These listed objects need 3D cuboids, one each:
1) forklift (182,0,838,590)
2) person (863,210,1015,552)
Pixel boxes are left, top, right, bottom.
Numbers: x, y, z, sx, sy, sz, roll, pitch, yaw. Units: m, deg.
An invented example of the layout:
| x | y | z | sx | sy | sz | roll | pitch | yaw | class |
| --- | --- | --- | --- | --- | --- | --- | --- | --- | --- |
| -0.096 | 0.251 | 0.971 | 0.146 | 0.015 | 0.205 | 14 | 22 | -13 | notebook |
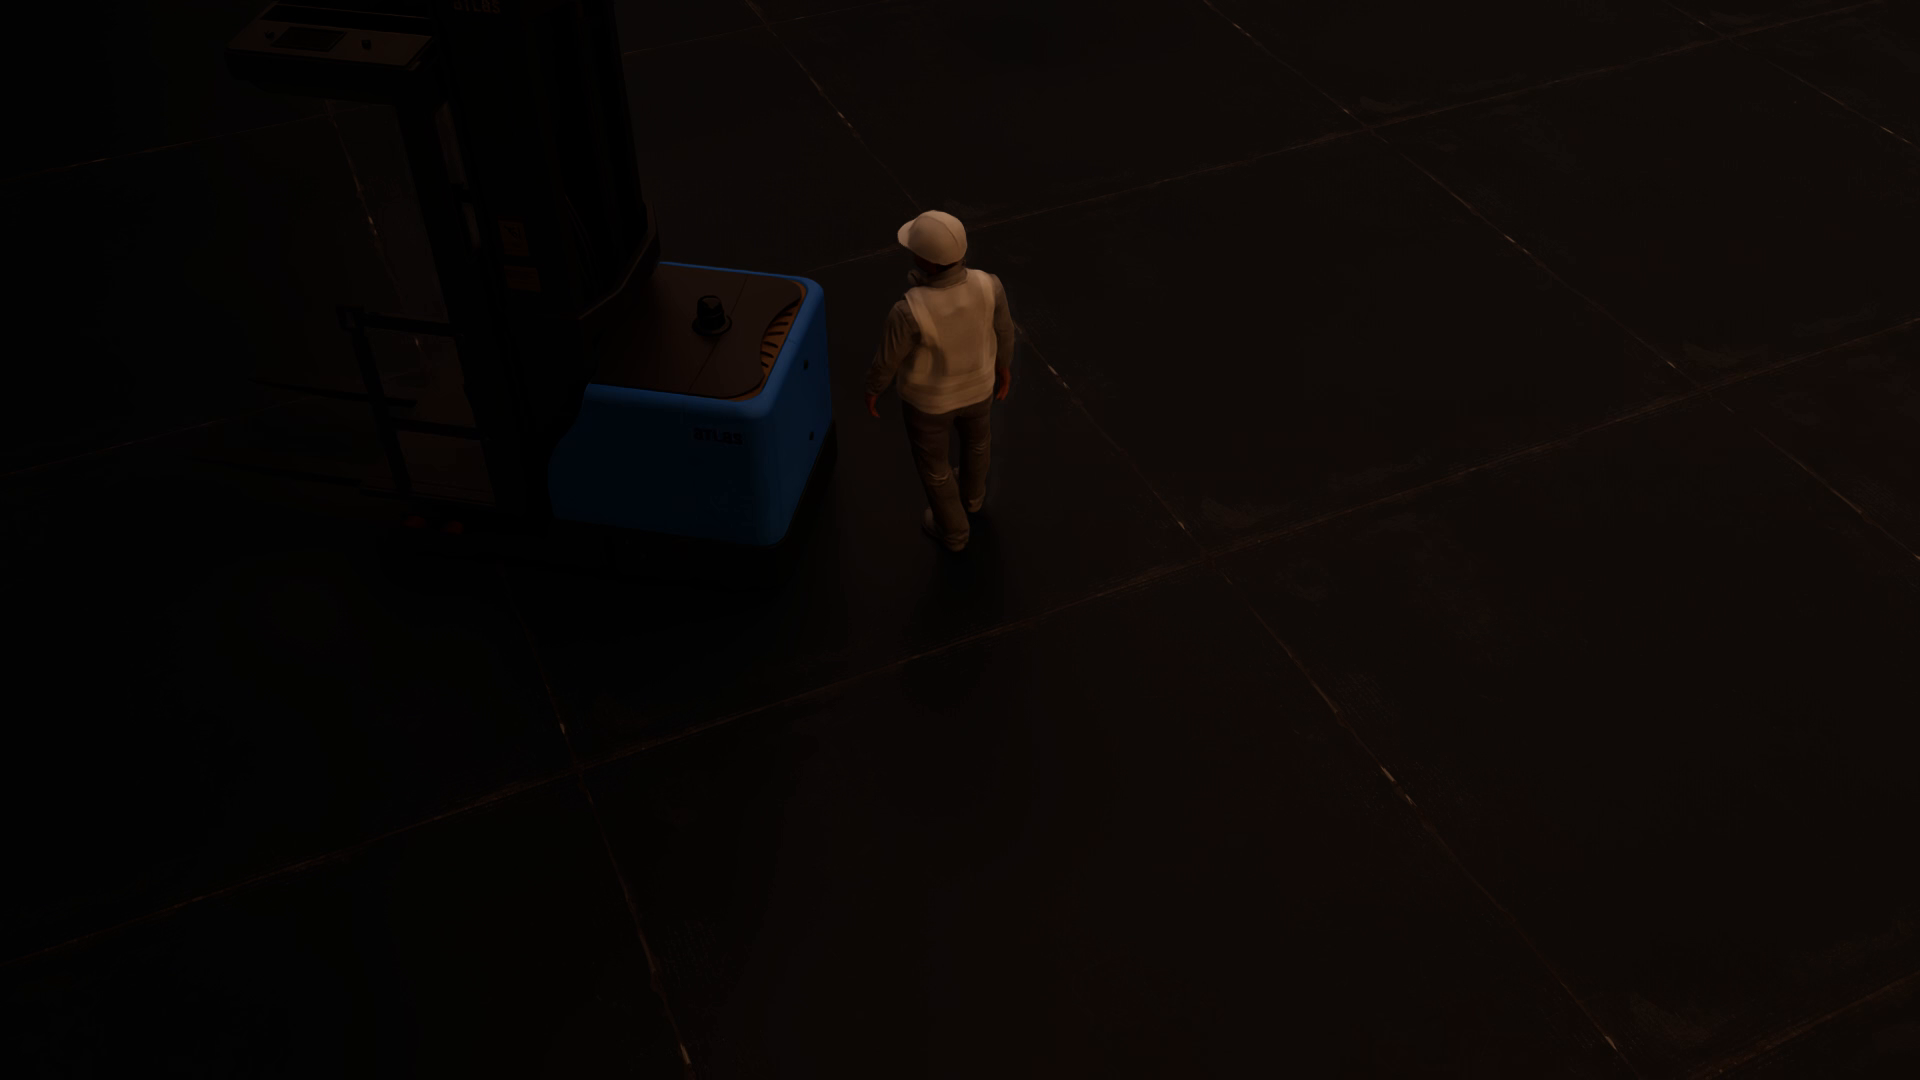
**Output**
| x | y | z | sx | sy | sz | roll | pitch | yaw | class |
| --- | --- | --- | --- | --- | --- | --- | --- | --- | --- |
| -2.170 | -1.344 | 7.120 | 3.031 | 2.935 | 1.130 | 8 | 44 | 8 | forklift |
| -0.114 | -0.719 | 7.310 | 0.669 | 1.771 | 0.542 | -20 | 47 | -20 | person |
